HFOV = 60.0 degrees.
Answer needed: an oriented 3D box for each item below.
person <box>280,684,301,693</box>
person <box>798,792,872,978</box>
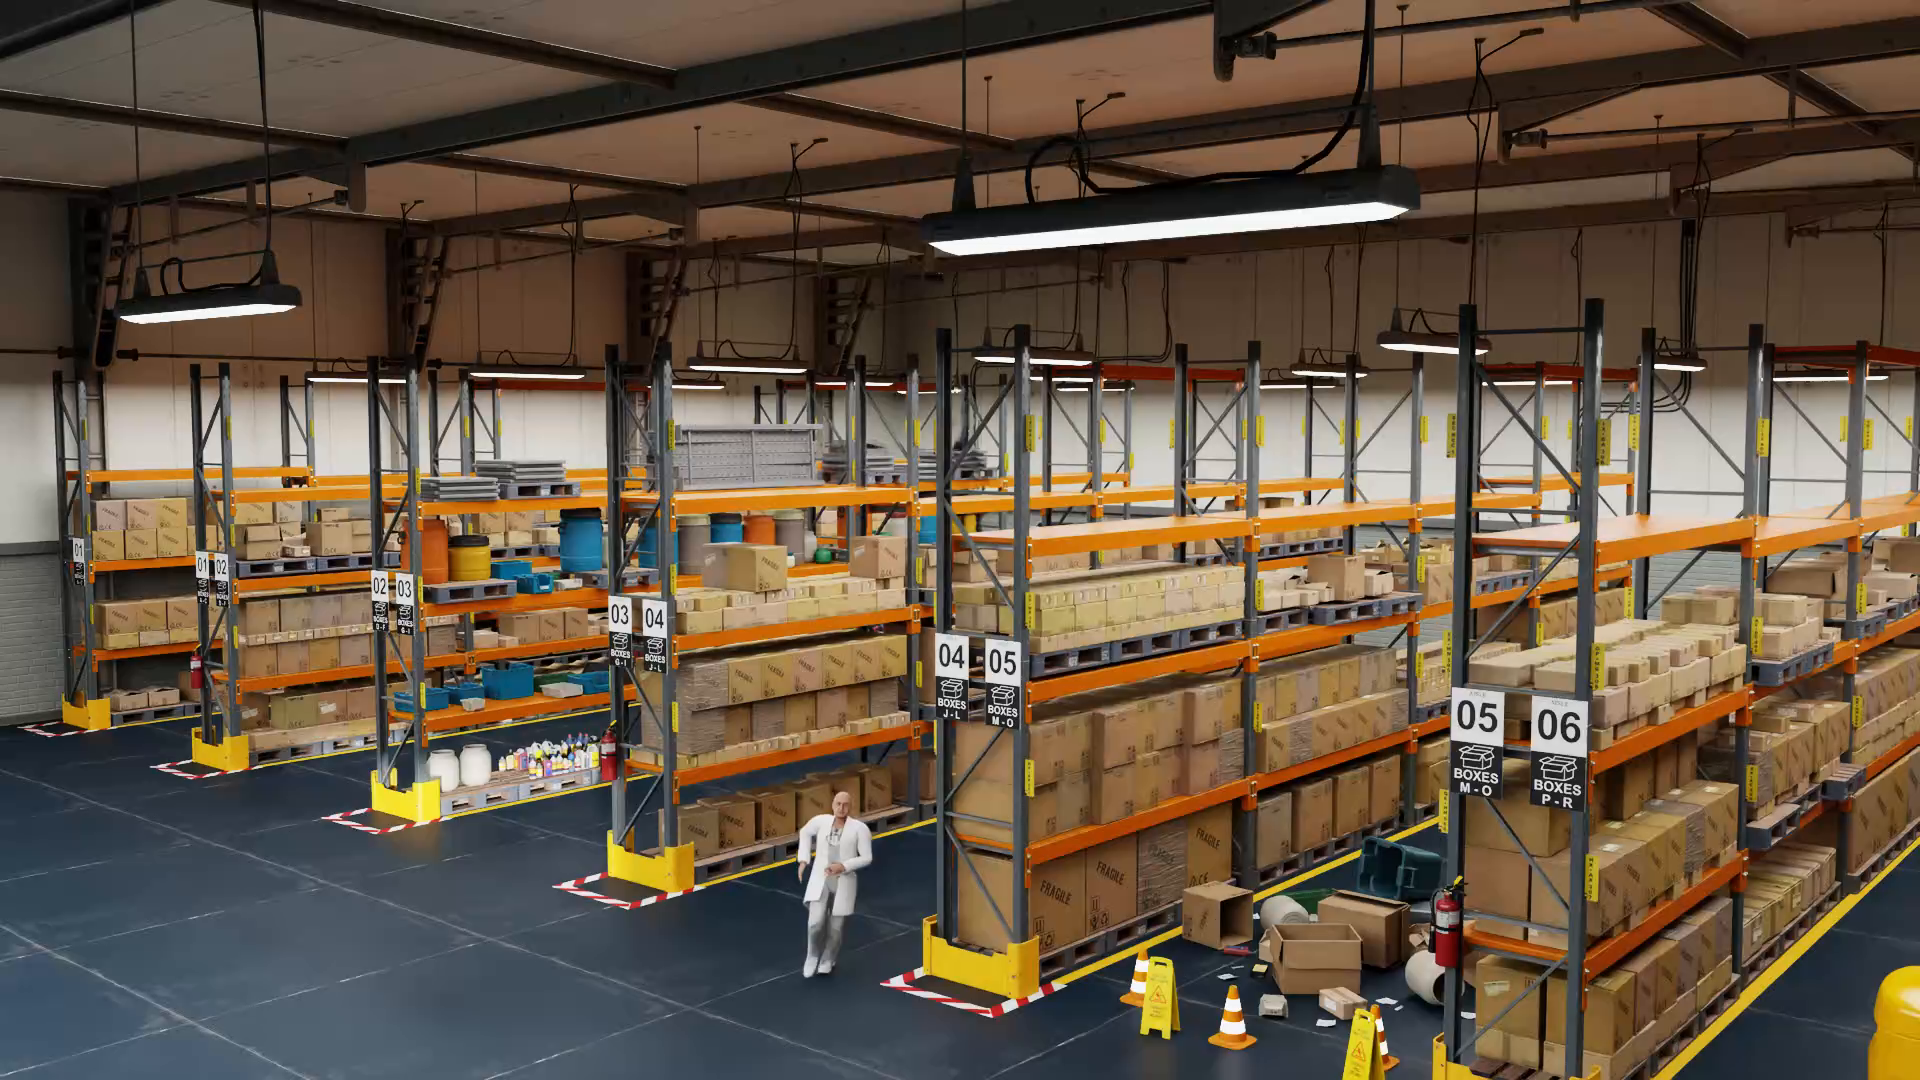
[{"bbox_3d":[-11.077,2.310,27.566,0.661,1.809,0.822,3,5,38],"label":"person"},{"bbox_3d":[-1.160,3.180,15.369,0.710,1.717,0.670,0,4,0],"label":"person"}]
